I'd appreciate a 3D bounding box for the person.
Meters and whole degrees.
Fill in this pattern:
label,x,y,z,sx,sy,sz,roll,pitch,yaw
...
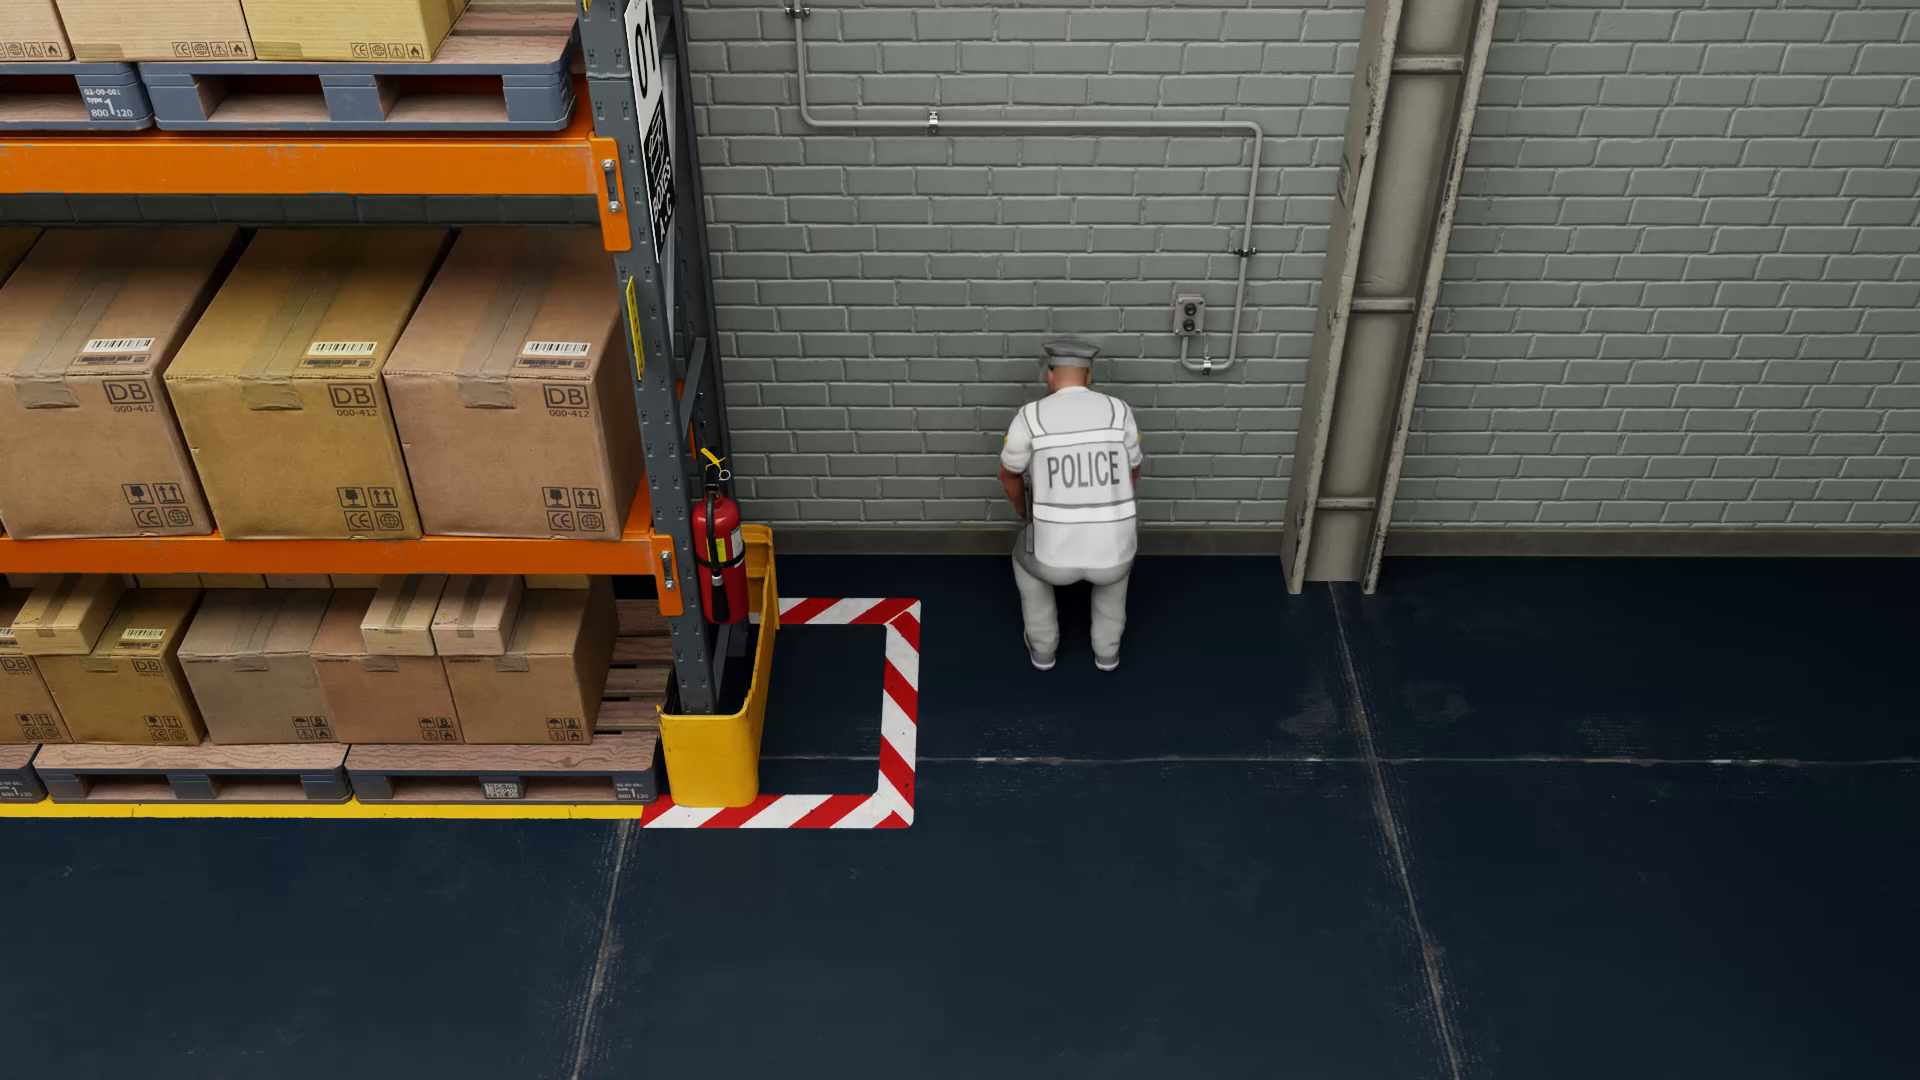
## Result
label,x,y,z,sx,sy,sz,roll,pitch,yaw
person,0.456,-0.106,6.936,0.590,1.383,0.812,0,39,0
